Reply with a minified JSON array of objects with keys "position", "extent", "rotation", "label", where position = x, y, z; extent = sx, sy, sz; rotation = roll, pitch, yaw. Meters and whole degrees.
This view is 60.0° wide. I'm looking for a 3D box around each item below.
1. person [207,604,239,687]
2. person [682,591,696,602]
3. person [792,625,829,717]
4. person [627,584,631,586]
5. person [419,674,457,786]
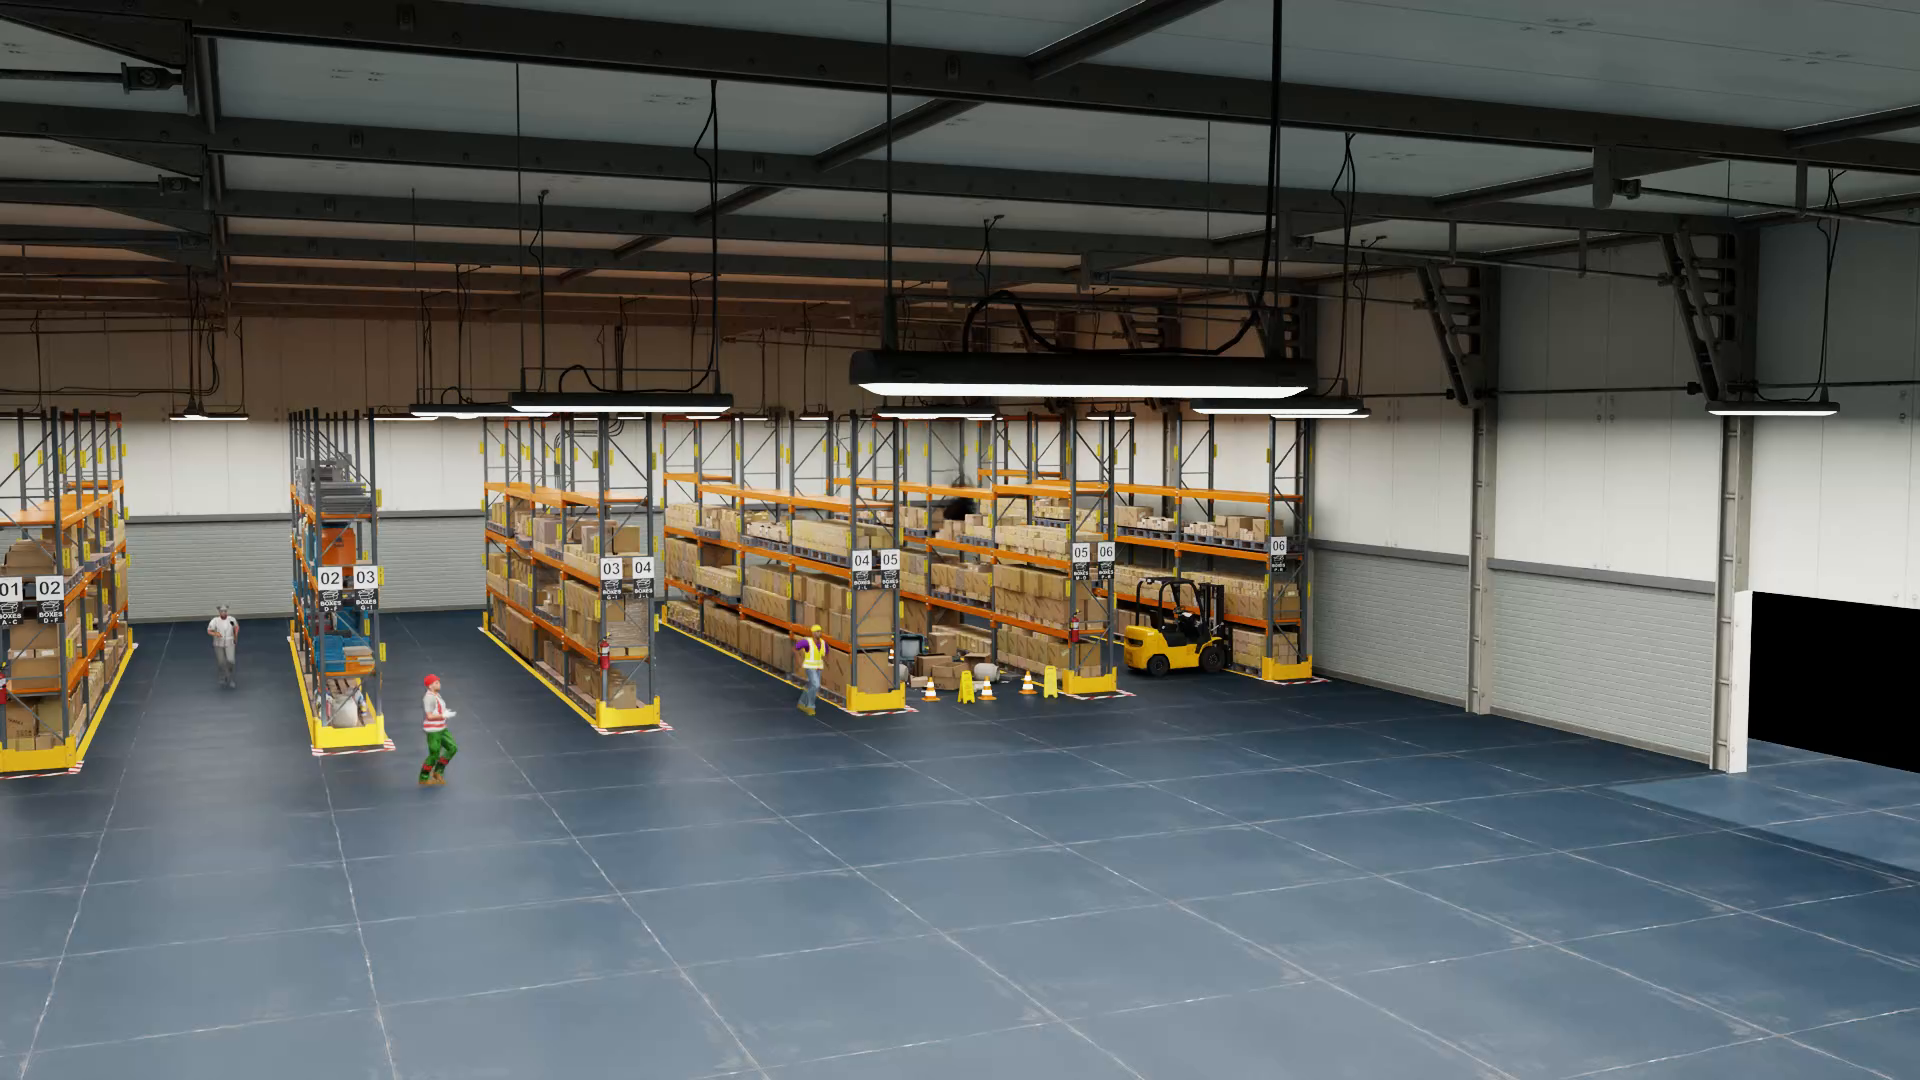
[{"position":[-16.057,2.318,36.268],"extent":[0.641,1.848,0.781],"rotation":[-2,4,-27],"label":"person"},{"position":[-7.956,1.428,49.473],"extent":[0.578,1.688,0.653],"rotation":[-2,4,-23],"label":"person"},{"position":[-2.911,2.579,32.829],"extent":[0.707,1.820,0.697],"rotation":[4,5,43],"label":"person"},{"position":[-9.720,1.540,47.558],"extent":[0.717,1.788,0.666],"rotation":[1,4,7],"label":"person"},{"position":[-8.197,3.003,26.163],"extent":[0.655,1.794,0.634],"rotation":[0,4,1],"label":"person"}]
